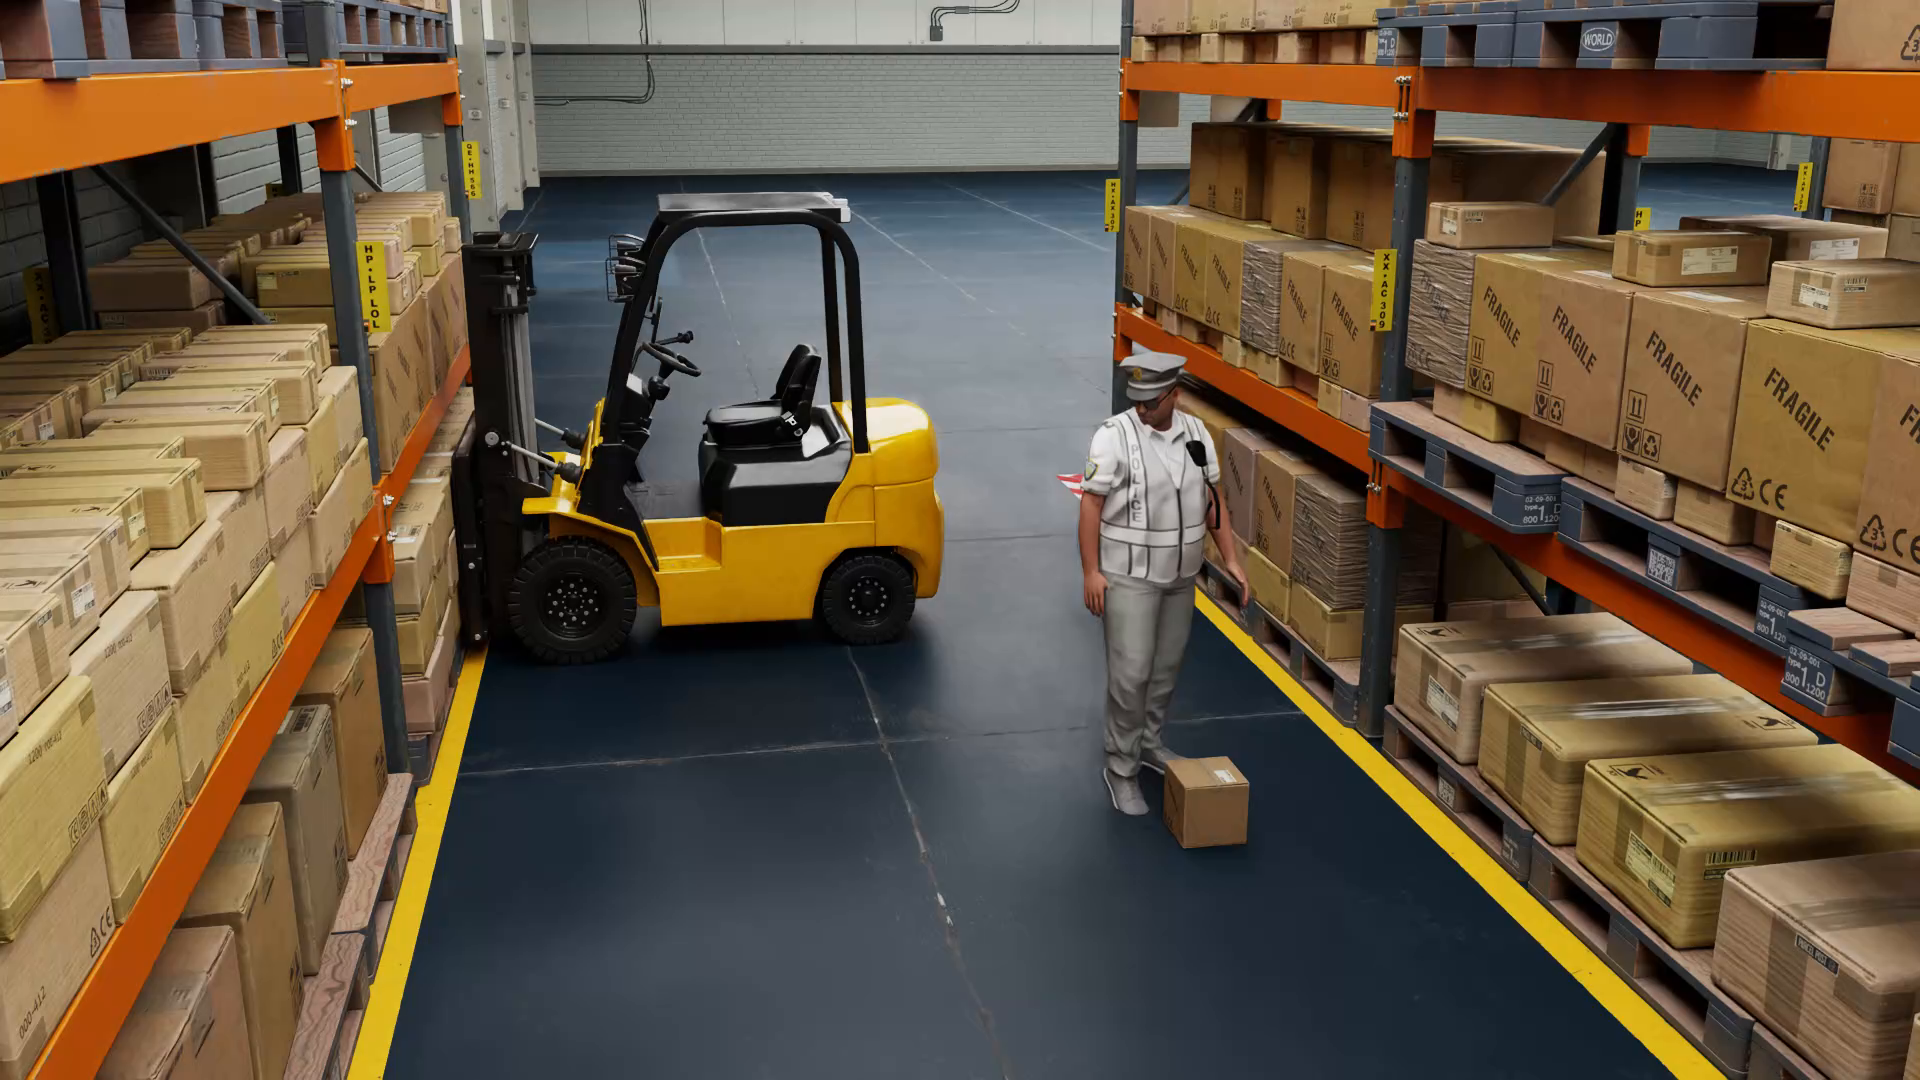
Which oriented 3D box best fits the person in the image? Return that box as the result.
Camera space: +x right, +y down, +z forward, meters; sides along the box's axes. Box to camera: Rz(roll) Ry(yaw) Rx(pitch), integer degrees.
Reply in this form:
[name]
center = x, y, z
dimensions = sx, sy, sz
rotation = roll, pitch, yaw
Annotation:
[person]
center = 0.785, 0.173, 6.504
dimensions = 0.594, 1.825, 0.486
rotation = -11, 19, -32
